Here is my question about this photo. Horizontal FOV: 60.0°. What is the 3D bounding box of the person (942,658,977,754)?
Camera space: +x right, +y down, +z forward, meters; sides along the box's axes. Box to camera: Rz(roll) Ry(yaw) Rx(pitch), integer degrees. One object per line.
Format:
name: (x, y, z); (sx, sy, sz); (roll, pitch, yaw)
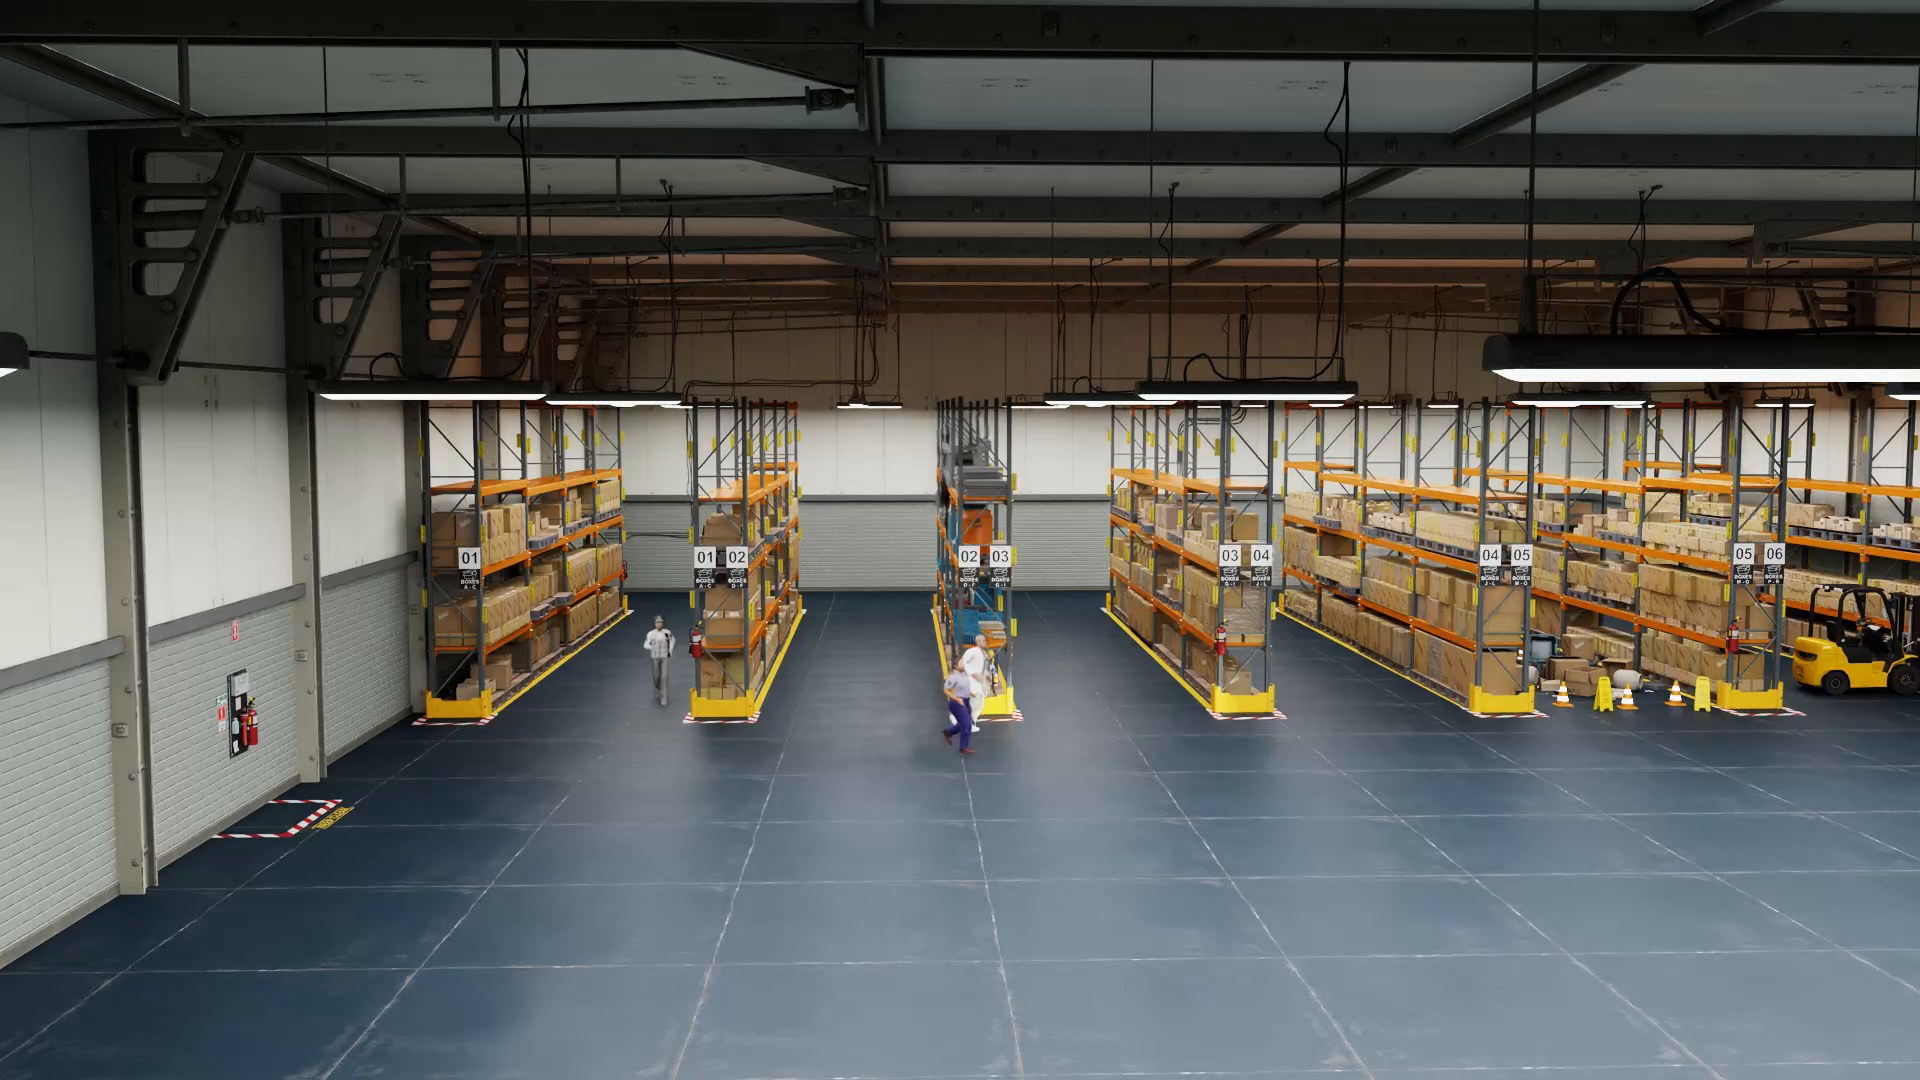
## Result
person: (-0.042, 2.769, 27.902); (0.687, 1.599, 0.613); (2, 5, 27)

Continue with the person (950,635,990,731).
person: (0.234, 2.563, 30.052); (0.649, 1.686, 0.751); (3, 5, 32)

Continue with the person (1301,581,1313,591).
person: (10.366, 1.064, 49.137); (0.583, 1.740, 0.691); (0, 4, -1)

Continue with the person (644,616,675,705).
person: (-5.901, 2.329, 32.701); (0.612, 1.701, 0.920); (-1, 5, -11)

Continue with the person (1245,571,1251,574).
person: (8.032, 1.359, 45.269); (0.662, 1.776, 0.688); (1, 4, 10)
